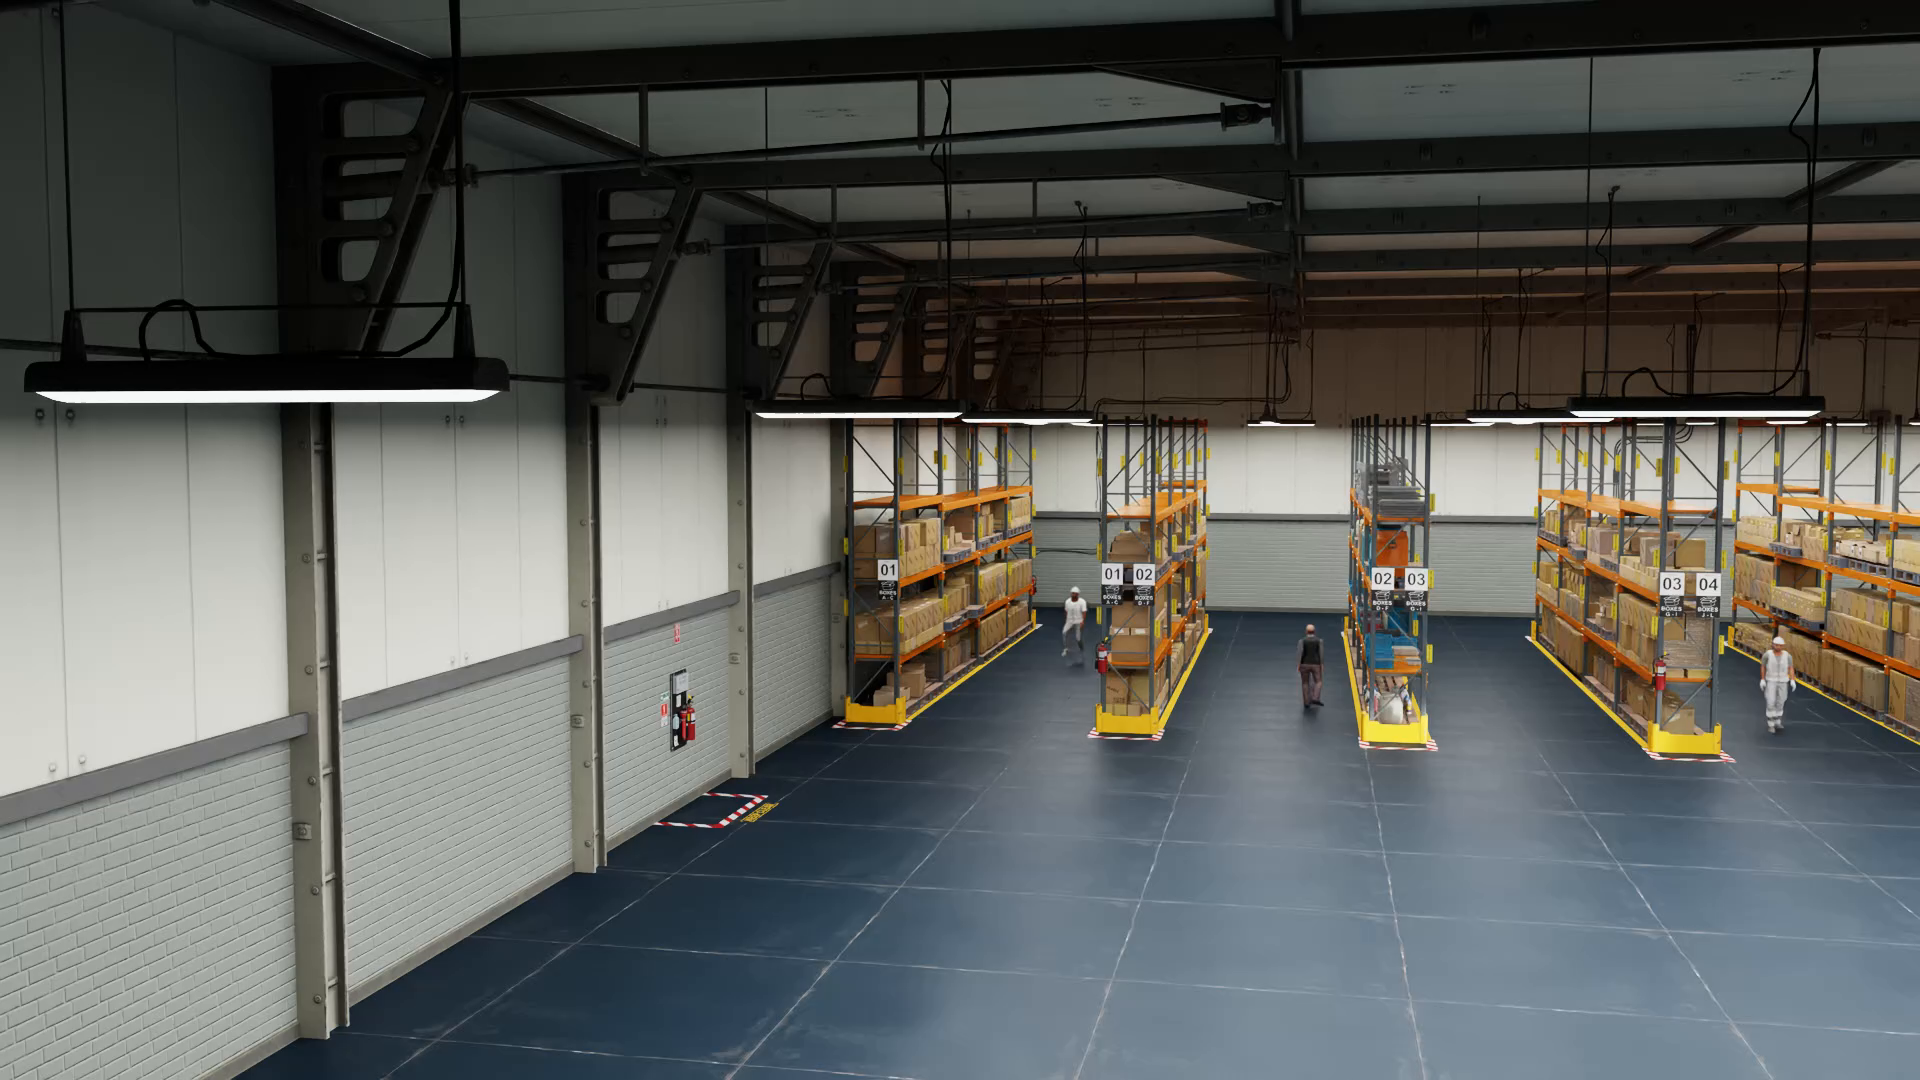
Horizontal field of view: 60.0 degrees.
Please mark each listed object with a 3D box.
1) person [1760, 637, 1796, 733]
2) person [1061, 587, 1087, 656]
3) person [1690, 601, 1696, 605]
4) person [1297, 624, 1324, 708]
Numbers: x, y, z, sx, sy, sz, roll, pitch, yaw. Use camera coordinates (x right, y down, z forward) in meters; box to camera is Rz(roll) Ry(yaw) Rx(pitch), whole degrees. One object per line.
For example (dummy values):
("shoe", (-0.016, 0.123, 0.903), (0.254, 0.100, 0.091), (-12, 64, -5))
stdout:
("person", (15.519, 2.742, 31.553), (0.583, 1.830, 0.566), (1, 4, 15))
("person", (2.774, 1.958, 40.238), (0.599, 1.633, 1.009), (1, 4, 21))
("person", (19.013, 2.101, 42.747), (0.664, 1.555, 0.729), (2, 4, 22))
("person", (7.197, 2.595, 34.157), (0.555, 1.720, 0.524), (1, 4, 12))
